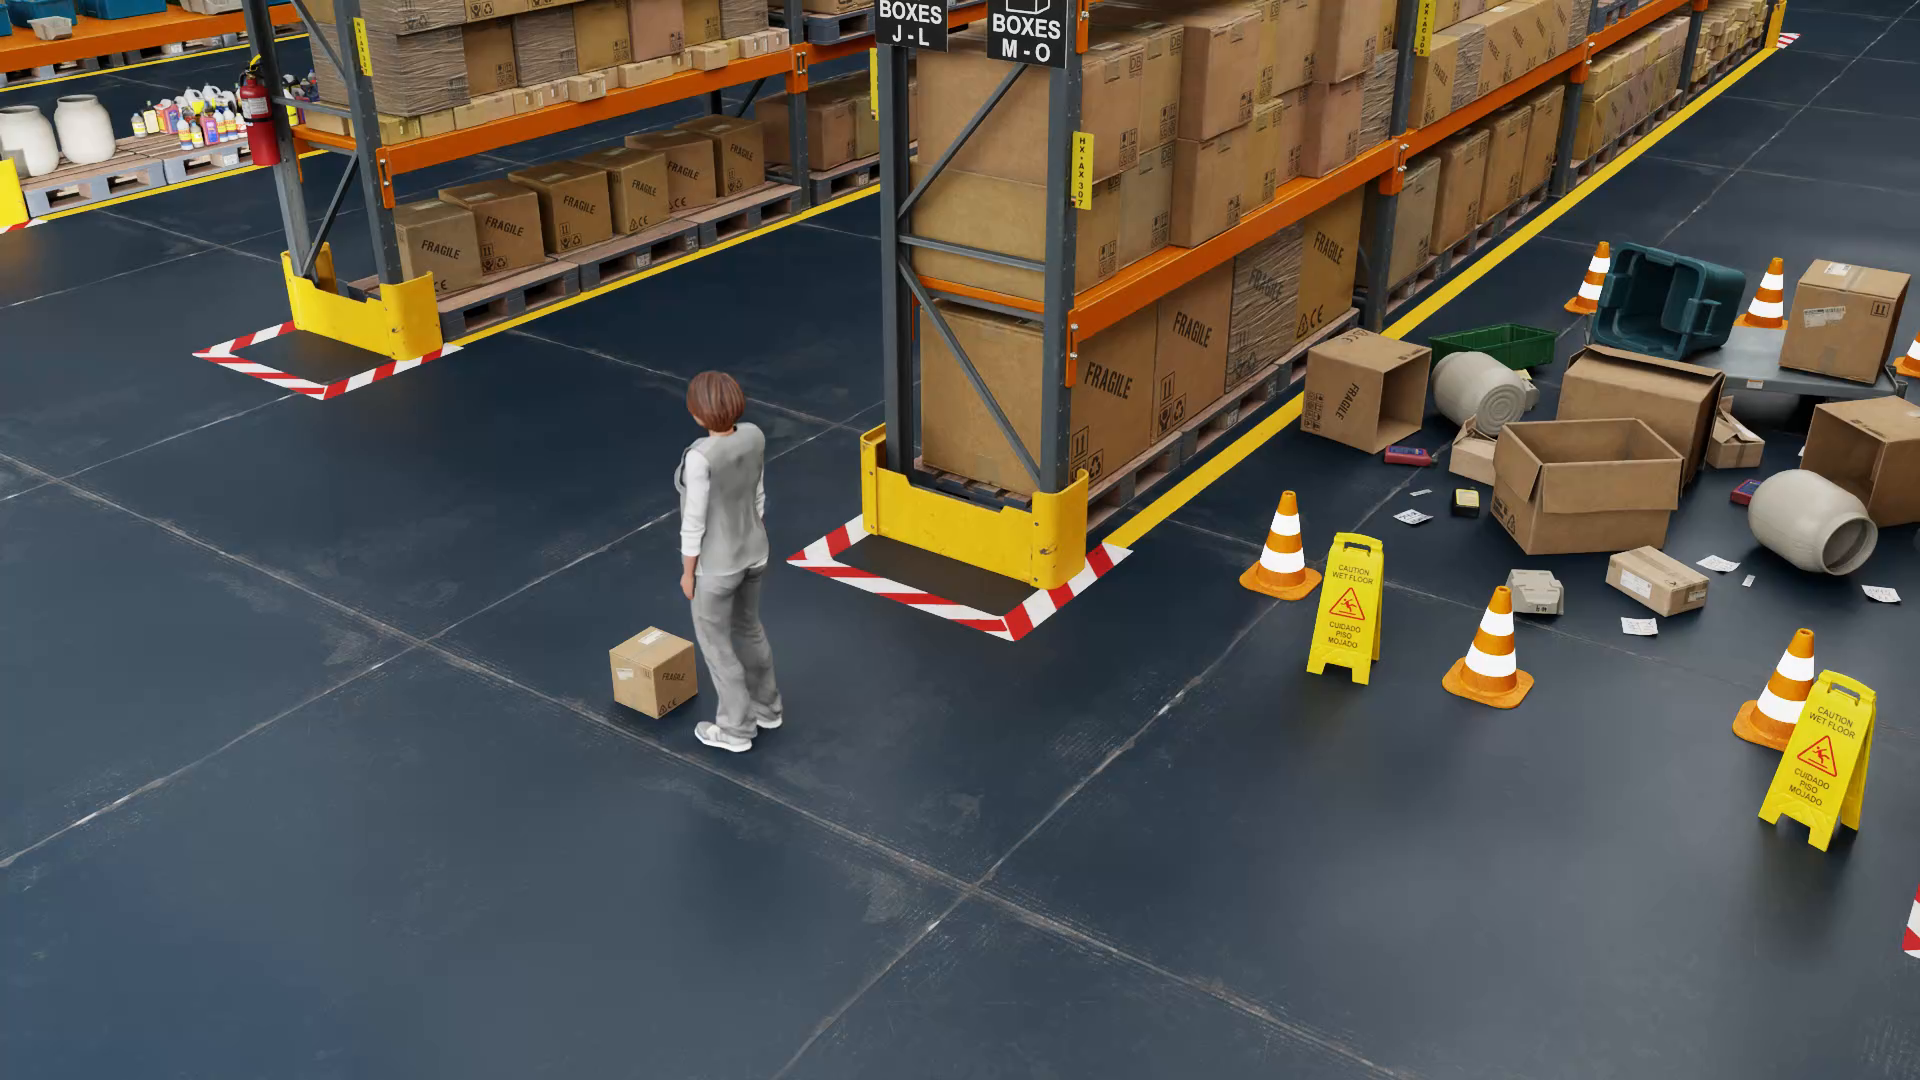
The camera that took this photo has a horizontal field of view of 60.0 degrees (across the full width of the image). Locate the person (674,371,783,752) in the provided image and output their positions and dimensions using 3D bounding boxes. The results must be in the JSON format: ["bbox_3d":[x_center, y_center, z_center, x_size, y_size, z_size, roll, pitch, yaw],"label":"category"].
[{"bbox_3d":[-0.914,0.090,6.457,0.309,1.595,0.406,18,33,31],"label":"person"}]
